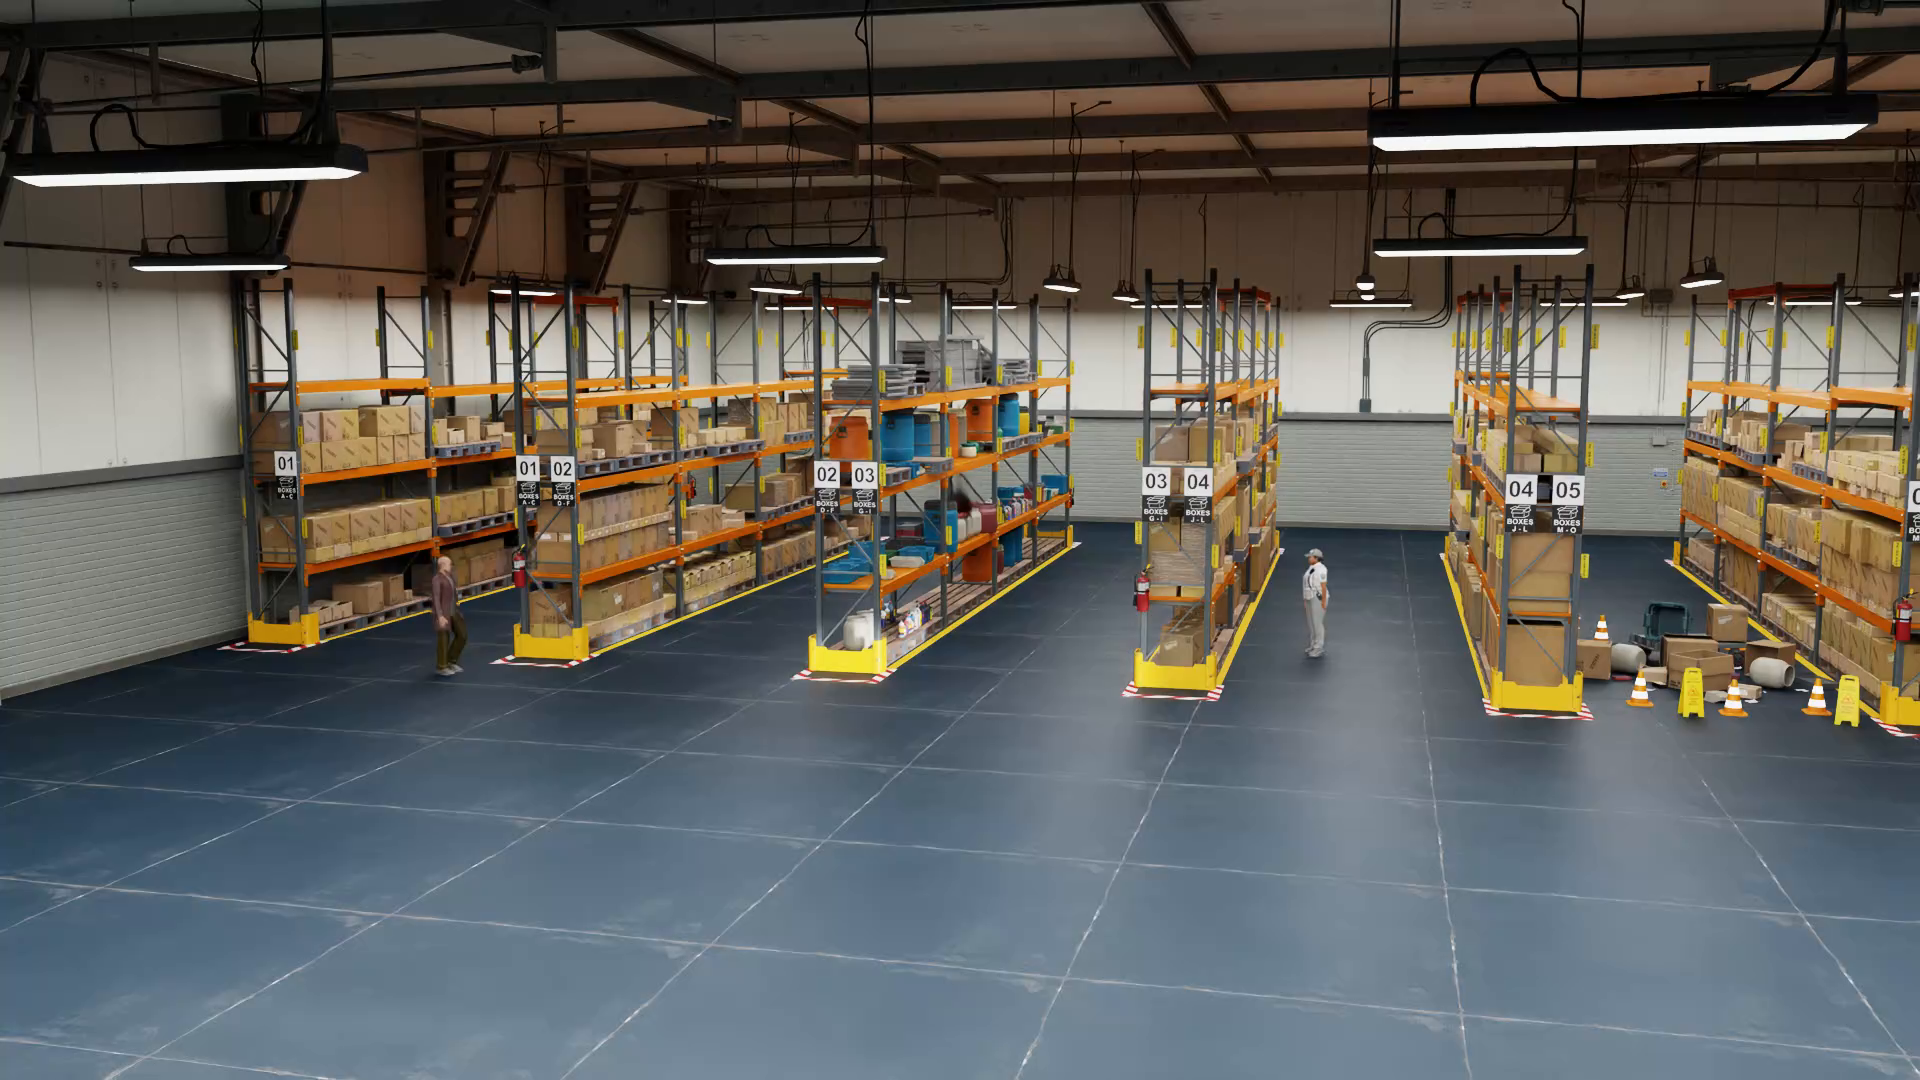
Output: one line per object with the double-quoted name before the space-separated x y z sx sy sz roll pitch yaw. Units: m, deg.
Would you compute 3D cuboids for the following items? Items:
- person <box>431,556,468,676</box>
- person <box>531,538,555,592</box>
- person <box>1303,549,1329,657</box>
"person" -7.728 1.199 24.996 0.455 1.693 0.675 3 7 21
"person" -7.384 0.678 29.514 0.614 1.585 0.574 5 8 35
"person" 5.693 0.988 26.669 0.459 1.678 0.618 -2 7 -13
